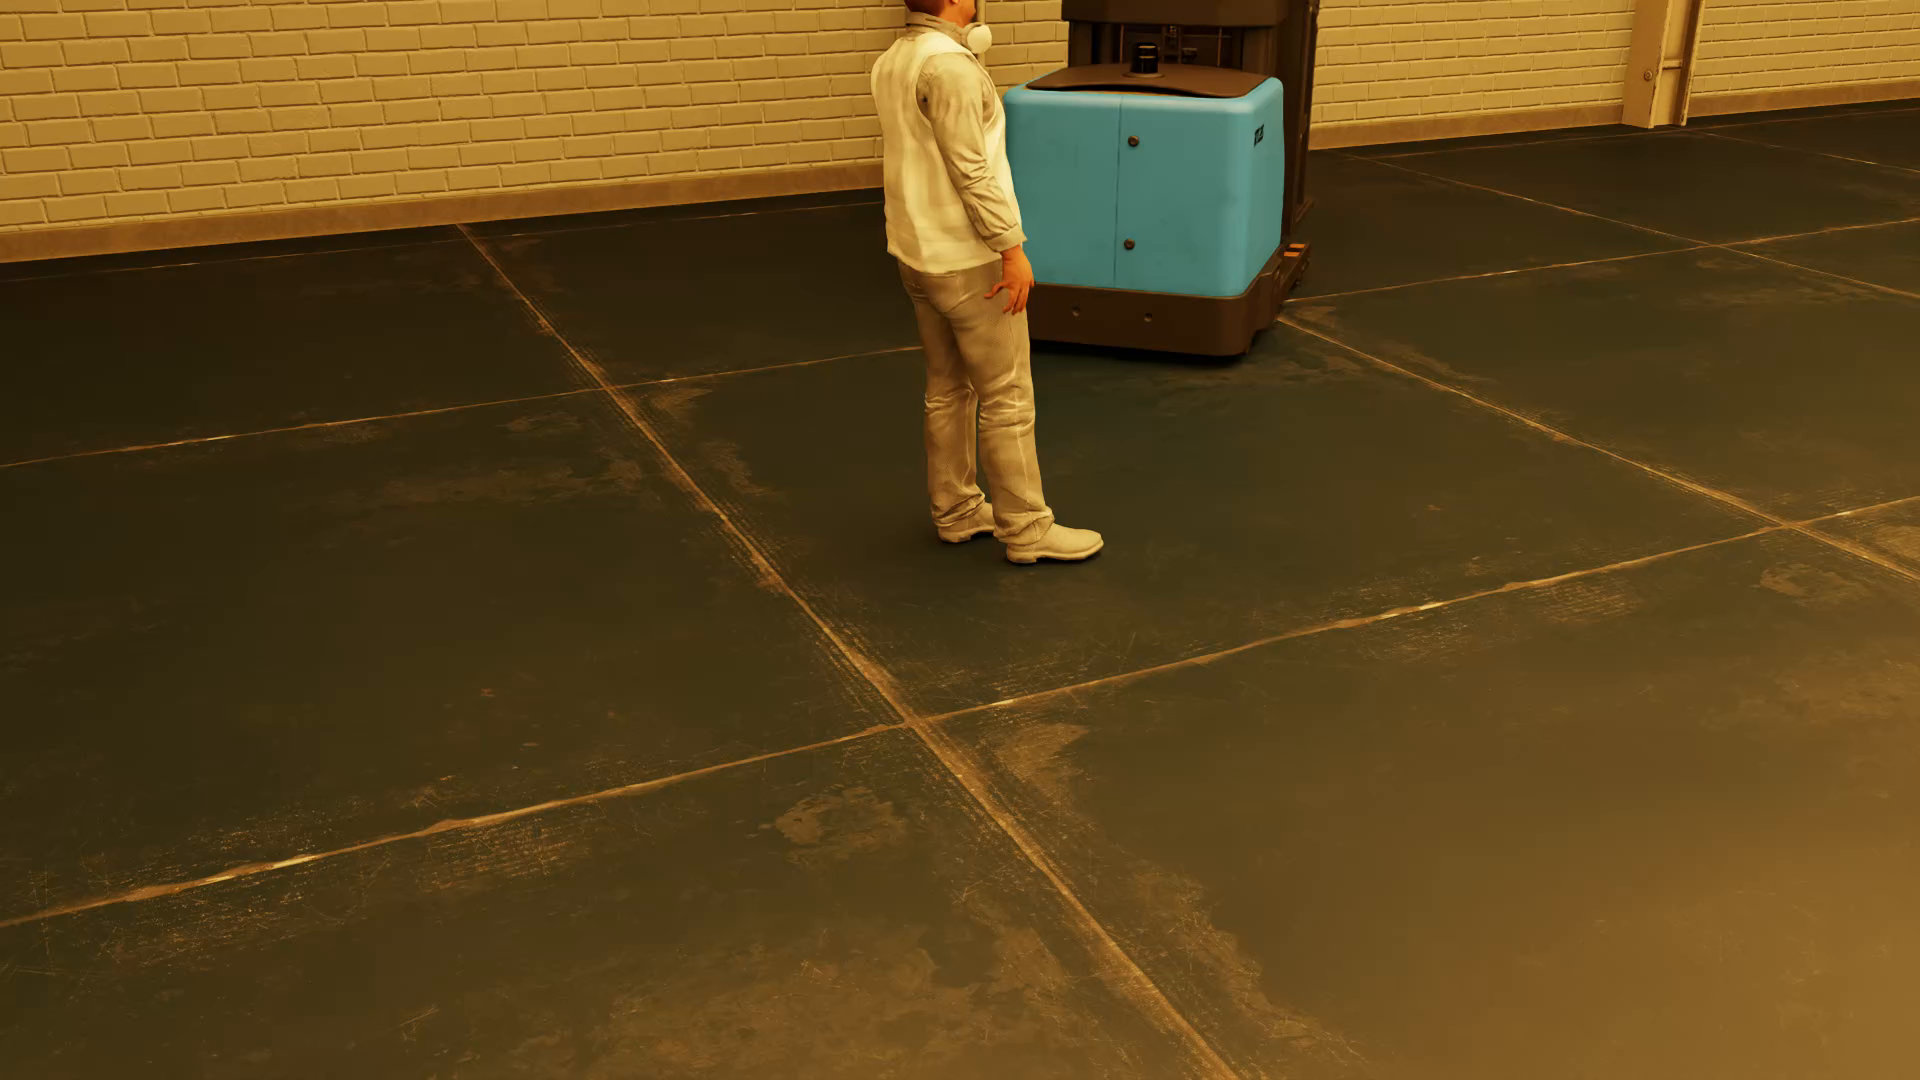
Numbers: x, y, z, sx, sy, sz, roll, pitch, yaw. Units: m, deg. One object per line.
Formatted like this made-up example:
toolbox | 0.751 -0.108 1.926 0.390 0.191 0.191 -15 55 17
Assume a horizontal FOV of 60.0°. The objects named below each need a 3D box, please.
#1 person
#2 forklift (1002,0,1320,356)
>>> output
person | 0.060 -0.833 4.782 0.566 1.775 0.633 -10 25 -23
forklift | 1.108 -2.631 7.619 1.130 2.935 3.031 7 24 17
